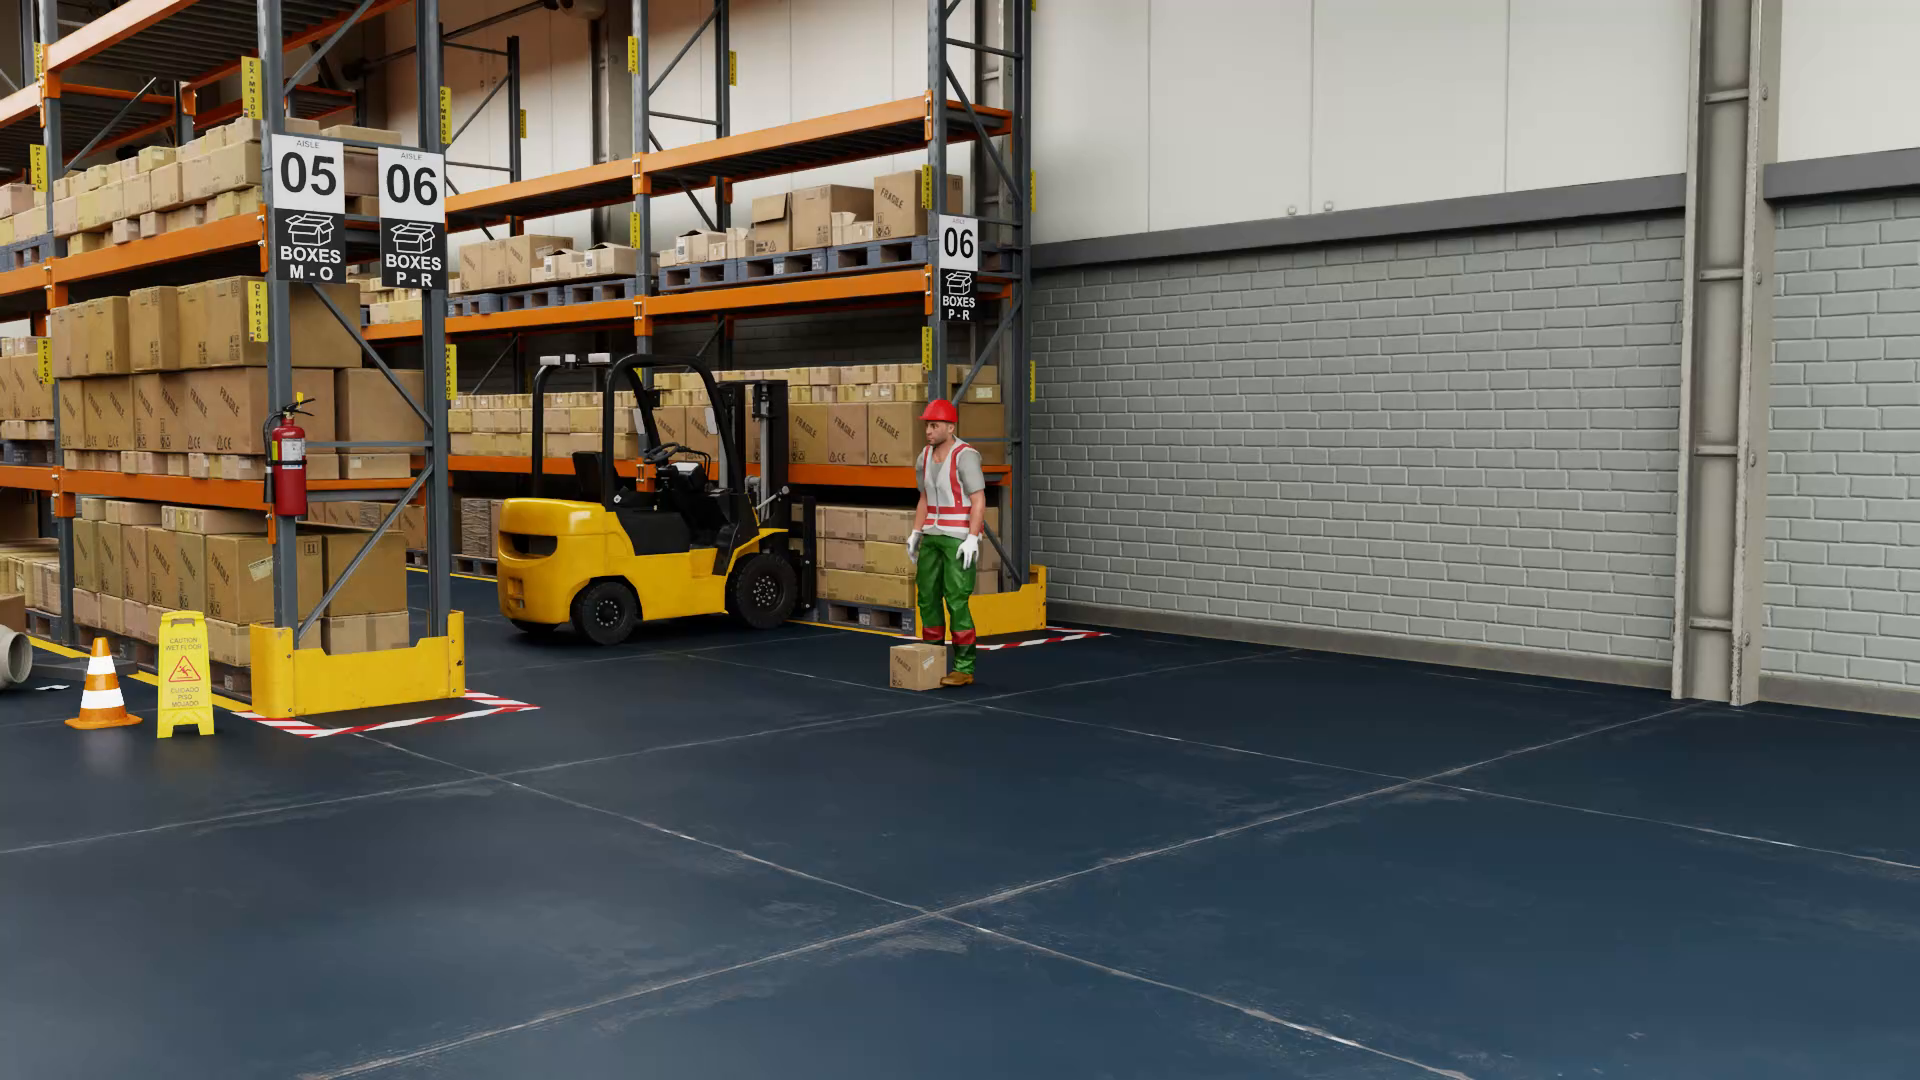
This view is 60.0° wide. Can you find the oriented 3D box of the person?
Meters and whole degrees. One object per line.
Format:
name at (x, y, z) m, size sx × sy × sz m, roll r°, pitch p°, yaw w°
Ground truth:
person at (-0.095, 0.012, 10.415) m, size 0.449 × 1.779 × 0.609 m, roll -4°, pitch 5°, yaw -43°
